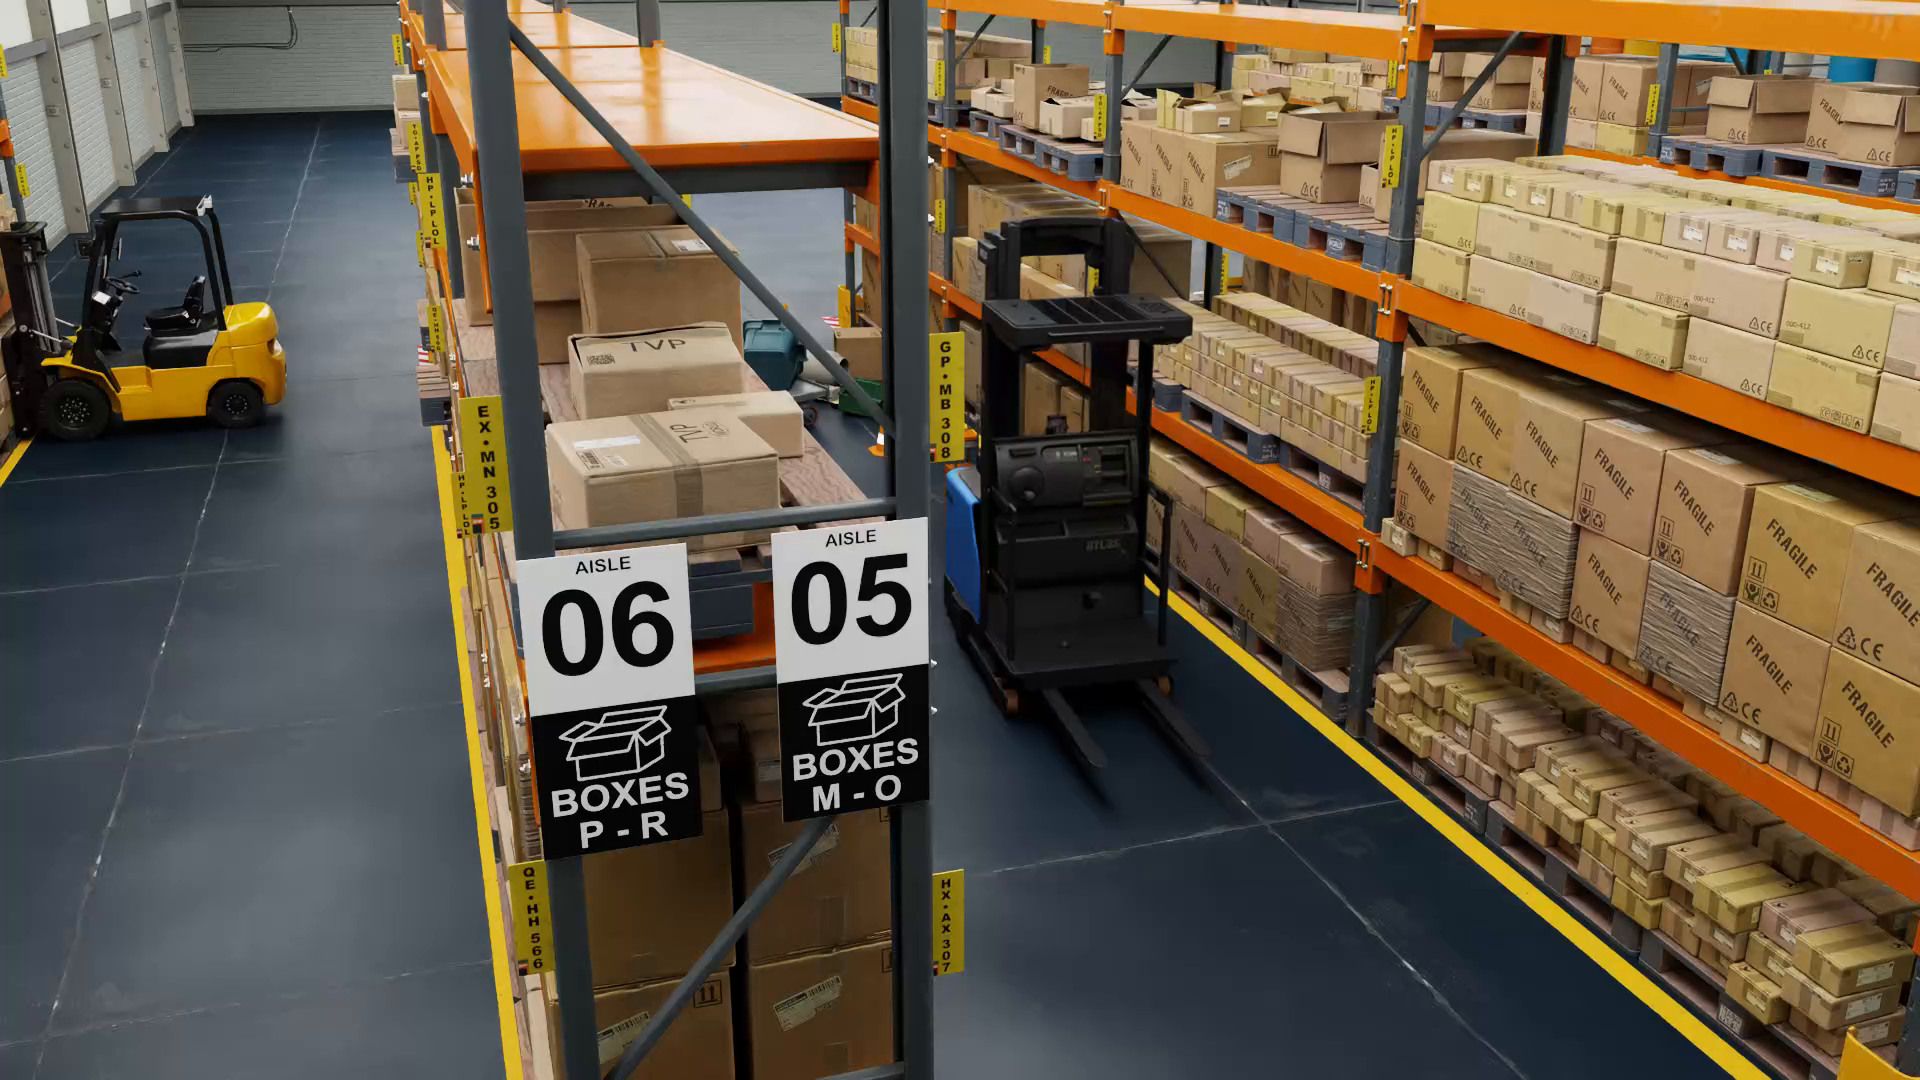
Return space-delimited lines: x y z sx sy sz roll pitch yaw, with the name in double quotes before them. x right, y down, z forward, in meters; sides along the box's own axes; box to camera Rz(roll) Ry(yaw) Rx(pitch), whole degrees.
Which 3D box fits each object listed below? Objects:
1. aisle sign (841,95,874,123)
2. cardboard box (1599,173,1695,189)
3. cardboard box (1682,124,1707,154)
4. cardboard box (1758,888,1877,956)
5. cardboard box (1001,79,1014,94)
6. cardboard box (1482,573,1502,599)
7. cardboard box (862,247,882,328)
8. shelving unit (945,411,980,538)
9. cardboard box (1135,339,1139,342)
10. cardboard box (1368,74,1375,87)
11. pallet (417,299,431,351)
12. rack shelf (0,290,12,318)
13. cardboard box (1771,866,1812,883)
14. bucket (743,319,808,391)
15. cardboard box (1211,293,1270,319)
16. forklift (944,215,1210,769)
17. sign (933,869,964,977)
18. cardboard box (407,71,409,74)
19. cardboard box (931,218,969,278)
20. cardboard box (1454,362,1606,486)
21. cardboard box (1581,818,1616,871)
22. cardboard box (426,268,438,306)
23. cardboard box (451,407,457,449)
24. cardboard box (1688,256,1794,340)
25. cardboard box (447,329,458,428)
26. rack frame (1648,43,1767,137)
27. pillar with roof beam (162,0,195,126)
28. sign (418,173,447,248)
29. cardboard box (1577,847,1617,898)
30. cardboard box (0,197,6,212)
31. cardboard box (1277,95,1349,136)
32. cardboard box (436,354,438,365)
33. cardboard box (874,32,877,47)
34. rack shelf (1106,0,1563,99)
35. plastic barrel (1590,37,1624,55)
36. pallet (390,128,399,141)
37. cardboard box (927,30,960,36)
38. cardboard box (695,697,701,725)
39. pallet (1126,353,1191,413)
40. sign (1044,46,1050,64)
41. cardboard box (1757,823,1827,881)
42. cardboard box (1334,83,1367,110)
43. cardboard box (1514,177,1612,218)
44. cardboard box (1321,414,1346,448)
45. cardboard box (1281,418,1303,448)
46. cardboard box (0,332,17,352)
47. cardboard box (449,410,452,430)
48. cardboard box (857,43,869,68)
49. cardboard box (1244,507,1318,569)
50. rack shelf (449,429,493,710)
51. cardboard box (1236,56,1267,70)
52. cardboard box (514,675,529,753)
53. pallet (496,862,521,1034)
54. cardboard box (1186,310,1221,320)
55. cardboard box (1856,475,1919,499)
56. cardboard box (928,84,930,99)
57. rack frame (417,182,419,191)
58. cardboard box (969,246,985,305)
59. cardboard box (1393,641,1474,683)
"aisle sign" -1.235 -5.341 20.002 0.394 0.787 0.004 -6 21 -17
"cardboard box" 3.382 -1.714 8.205 0.380 0.149 0.250 -6 21 -15
"cardboard box" 6.421 -3.573 14.710 0.500 0.250 0.500 -6 21 -16
"cardboard box" 3.670 1.643 7.122 0.380 0.149 0.250 -6 21 -16
"cardboard box" 0.704 -4.219 15.740 0.500 0.250 0.500 -6 21 -17
"cardboard box" 2.988 0.211 8.762 0.380 0.149 0.250 -7 21 -20
"cardboard box" -0.652 -3.113 20.169 0.875 0.875 0.875 -6 21 -17
"shelving unit" 0.017 -0.477 13.191 0.215 1.050 0.252 -6 21 -17
"cardboard box" 1.548 -1.602 12.750 0.380 0.149 0.250 -5 20 -15
"cardboard box" 4.696 -5.035 18.192 0.380 0.149 0.250 -6 21 -17
"pallet" -4.236 -1.933 14.645 1.003 0.211 1.213 -6 21 -17
"rack shelf" -9.677 -2.059 15.776 1.077 0.370 4.000 -6 21 -17
"cardboard box" 4.009 1.560 7.792 0.380 0.149 0.250 -6 21 -16
"bucket" -1.902 -1.816 16.629 0.726 0.611 0.620 1 30 2
"cardboard box" 2.176 -1.810 12.888 0.380 0.149 0.250 -7 21 -19
"forklift" 0.729 -0.429 10.274 1.130 2.935 3.031 -5 20 -13
"sign" -0.037 1.065 4.617 0.100 0.325 0.005 -6 21 -17
"cardboard box" -5.223 -4.519 16.315 0.380 0.149 0.250 -6 21 -16
"cardboard box" 0.202 -3.030 17.194 0.875 0.550 0.550 -6 21 -17
"cardboard box" 2.932 -0.598 8.576 0.500 0.500 0.500 -7 21 -19
"cardboard box" 3.262 1.458 8.077 0.380 0.149 0.250 -5 20 -14
"cardboard box" -3.820 -1.828 12.860 0.500 0.500 0.500 -8 21 -21
"cardboard box" -3.165 -0.746 11.279 0.500 0.250 0.500 -7 21 -18
"cardboard box" 3.395 -1.018 6.857 0.500 0.250 0.500 -6 21 -16
"cardboard box" -2.845 -1.008 10.159 0.500 0.500 0.500 -6 21 -16
"rack frame" 6.327 -4.877 13.682 1.000 3.000 0.127 -6 21 -17
"pillar with roof beam" -16.285 -15.628 43.615 9.100 9.000 0.400 -6 21 -17
"sign" -2.335 -1.459 7.374 0.100 0.325 0.005 -6 21 -17
"cardboard box" 3.263 1.597 8.129 0.380 0.149 0.250 -6 21 -16
"cardboard box" -9.886 -3.363 16.795 0.380 0.149 0.250 -6 21 -17
"cardboard box" 2.385 -2.865 11.238 0.396 0.266 0.258 -6 21 -17
"cardboard box" -4.778 -1.702 16.055 0.500 0.500 0.500 -7 21 -18
"cardboard box" -0.726 -5.491 18.251 0.380 0.149 0.250 -7 21 -18
"rack shelf" 2.216 -3.214 10.708 1.077 0.370 4.000 -6 21 -17
"plastic barrel" 8.788 -6.816 22.262 0.600 0.830 0.708 -6 21 -17
"pallet" -4.245 -3.398 14.280 1.213 0.211 1.003 -6 21 -17
"cardboard box" -0.182 -5.642 18.672 0.380 0.149 0.250 -6 21 -17
"cardboard box" -0.615 0.700 5.404 0.500 0.500 0.500 -7 21 -19
"pallet" 1.912 -1.251 12.747 1.213 0.211 1.003 -6 21 -17
"sign" 0.842 -4.707 16.415 0.100 0.325 0.005 -6 21 -17
"cardboard box" 3.944 1.427 7.722 0.380 0.149 0.250 -7 21 -20
"cardboard box" 4.525 -4.966 18.588 0.500 0.250 0.500 -6 21 -16
"cardboard box" 2.931 -1.667 8.074 0.380 0.149 0.250 -7 21 -19
"cardboard box" 2.448 -0.686 10.199 0.380 0.149 0.250 -6 21 -17
"cardboard box" 2.294 -0.705 10.693 0.380 0.149 0.250 -7 21 -20
"cardboard box" -9.379 -1.811 15.989 0.500 0.250 0.500 -7 21 -18
"cardboard box" -4.170 -1.077 15.244 0.950 0.372 0.625 -6 21 -17
"cardboard box" -0.859 -5.507 18.887 0.500 0.250 0.500 -7 21 -18
"cardboard box" 2.221 -0.028 11.024 0.500 0.250 0.500 -5 20 -15
"rack shelf" -2.452 -0.020 10.100 1.077 0.370 4.000 -6 21 -17
"cardboard box" 3.669 -5.943 20.720 0.380 0.149 0.250 -6 21 -16
"cardboard box" -1.133 0.497 5.009 0.380 0.149 0.250 -7 21 -18
"pallet" -1.659 1.848 7.960 1.003 0.211 1.213 -6 21 -17
"cardboard box" 1.708 -1.584 12.260 0.380 0.149 0.250 -7 21 -18
"cardboard box" 4.048 0.017 6.864 0.500 0.500 0.500 -6 21 -16
"cardboard box" -0.168 -4.545 16.797 0.380 0.149 0.250 -6 21 -16
"rack frame" -5.595 -3.568 18.912 1.000 3.000 0.127 -6 21 -17
"cardboard box" 0.399 -2.530 15.876 0.500 0.500 0.500 -6 21 -17
"cardboard box" 2.756 0.721 9.687 0.380 0.149 0.250 -6 20 -15
